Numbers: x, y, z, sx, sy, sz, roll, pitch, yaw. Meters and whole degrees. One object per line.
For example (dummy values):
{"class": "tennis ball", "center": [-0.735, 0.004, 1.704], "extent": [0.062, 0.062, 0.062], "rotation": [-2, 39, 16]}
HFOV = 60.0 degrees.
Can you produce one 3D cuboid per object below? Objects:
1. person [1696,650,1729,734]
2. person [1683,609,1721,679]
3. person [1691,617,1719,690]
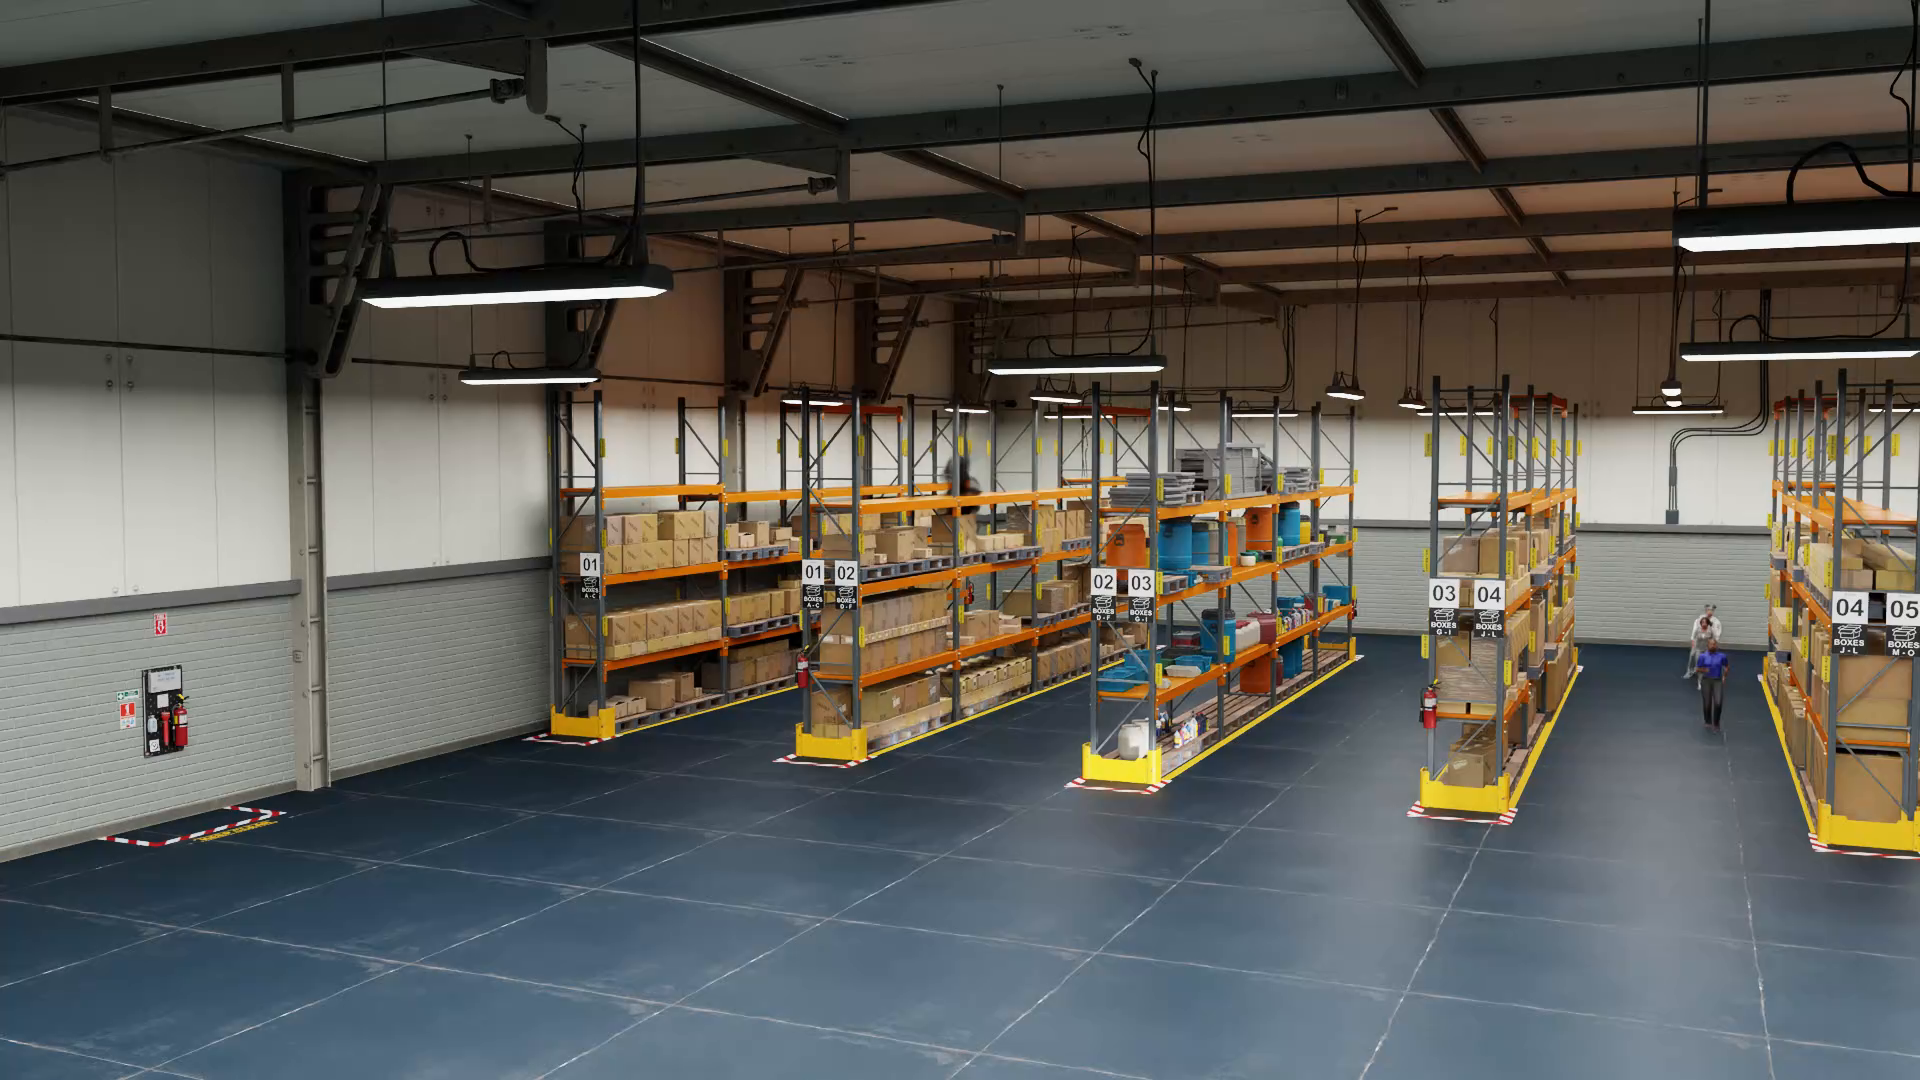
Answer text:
{"class": "person", "center": [13.257, 2.671, 29.319], "extent": [0.523, 1.477, 0.453], "rotation": [1, 3, 23]}
{"class": "person", "center": [16.208, 2.220, 36.178], "extent": [0.684, 1.624, 0.793], "rotation": [3, 4, 42]}
{"class": "person", "center": [15.514, 2.346, 34.610], "extent": [0.548, 1.564, 0.807], "rotation": [2, 4, 32]}
